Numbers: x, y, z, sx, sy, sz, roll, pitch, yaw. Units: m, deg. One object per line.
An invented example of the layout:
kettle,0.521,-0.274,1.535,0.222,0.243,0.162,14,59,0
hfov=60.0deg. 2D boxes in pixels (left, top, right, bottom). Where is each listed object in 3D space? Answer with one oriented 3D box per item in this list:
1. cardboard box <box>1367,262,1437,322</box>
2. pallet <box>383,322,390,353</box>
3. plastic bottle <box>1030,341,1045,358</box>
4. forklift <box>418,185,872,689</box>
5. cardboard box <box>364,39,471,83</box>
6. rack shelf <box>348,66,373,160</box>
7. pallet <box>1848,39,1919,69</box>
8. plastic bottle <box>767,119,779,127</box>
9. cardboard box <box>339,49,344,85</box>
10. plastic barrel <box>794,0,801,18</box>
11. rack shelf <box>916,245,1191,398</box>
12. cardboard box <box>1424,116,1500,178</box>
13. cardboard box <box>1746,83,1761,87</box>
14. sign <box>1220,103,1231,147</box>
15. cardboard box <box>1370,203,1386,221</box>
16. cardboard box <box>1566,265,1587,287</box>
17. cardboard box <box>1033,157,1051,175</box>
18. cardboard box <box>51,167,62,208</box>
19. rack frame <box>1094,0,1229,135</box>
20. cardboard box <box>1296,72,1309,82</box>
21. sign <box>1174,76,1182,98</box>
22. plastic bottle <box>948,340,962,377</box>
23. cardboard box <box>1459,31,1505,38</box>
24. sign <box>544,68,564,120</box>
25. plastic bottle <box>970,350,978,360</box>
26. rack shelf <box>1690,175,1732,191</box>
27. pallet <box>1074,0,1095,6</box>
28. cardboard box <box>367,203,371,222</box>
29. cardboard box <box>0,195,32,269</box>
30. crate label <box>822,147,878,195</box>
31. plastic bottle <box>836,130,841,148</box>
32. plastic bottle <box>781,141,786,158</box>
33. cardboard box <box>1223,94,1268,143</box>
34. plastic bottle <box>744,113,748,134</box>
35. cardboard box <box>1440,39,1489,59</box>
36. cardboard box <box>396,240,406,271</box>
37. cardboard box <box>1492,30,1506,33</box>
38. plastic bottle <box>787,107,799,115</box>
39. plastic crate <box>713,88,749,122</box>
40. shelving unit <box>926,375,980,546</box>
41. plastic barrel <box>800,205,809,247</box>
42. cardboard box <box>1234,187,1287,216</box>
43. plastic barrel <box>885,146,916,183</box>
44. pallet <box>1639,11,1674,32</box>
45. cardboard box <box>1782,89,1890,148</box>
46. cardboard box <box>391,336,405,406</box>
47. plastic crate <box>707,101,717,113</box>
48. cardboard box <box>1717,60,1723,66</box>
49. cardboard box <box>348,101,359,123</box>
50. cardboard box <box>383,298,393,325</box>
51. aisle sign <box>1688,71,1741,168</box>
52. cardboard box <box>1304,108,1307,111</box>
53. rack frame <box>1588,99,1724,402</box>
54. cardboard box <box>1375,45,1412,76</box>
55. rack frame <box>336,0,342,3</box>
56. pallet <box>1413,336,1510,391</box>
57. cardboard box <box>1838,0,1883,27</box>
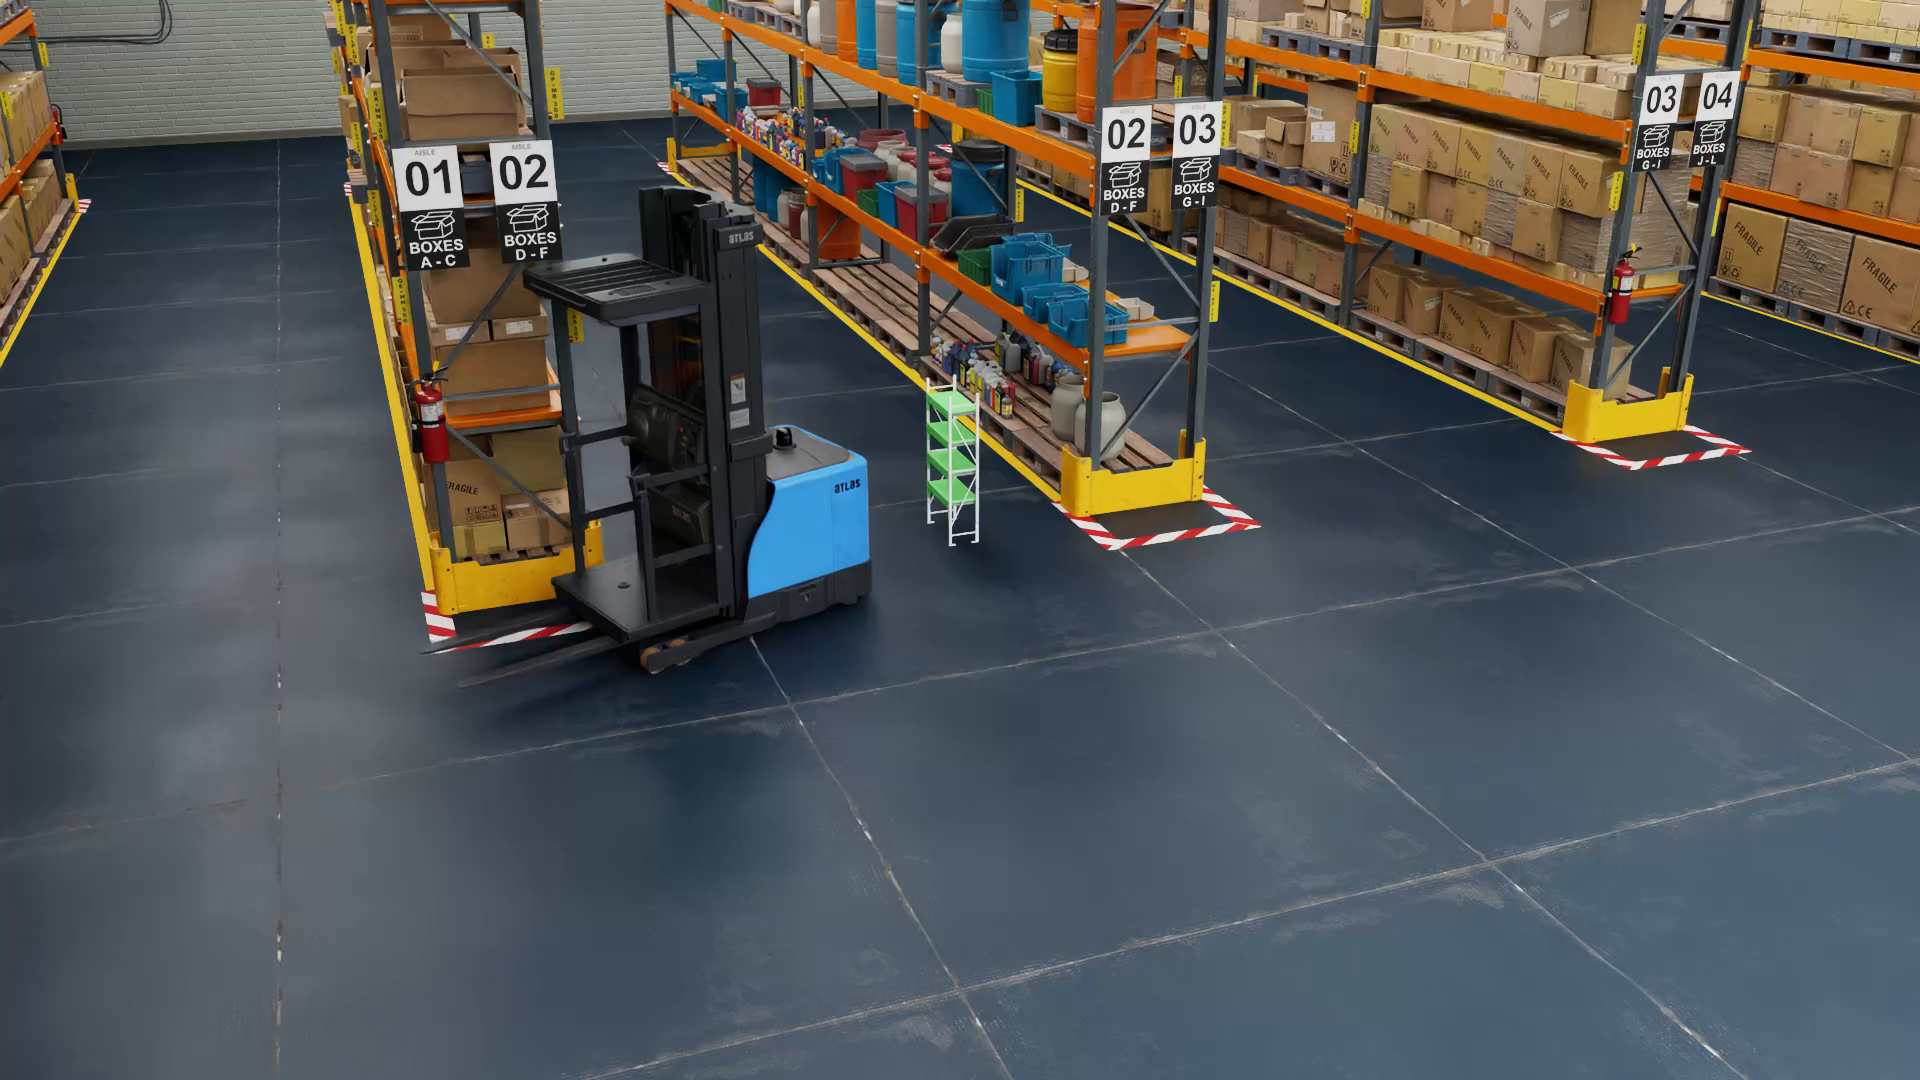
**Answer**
cardboard box,4.804,-2.703,18.102,0.500,0.500,0.500,-9,25,-21
pallet,-5.728,-2.318,18.102,1.003,0.211,1.213,-8,24,-19
plastic bottle,0.745,-1.733,15.967,0.144,0.351,0.185,-8,24,-19
forklift,-2.087,-0.713,10.791,3.031,2.935,1.130,-18,29,-36
cardboard box,-4.105,-3.526,12.662,0.797,0.503,0.637,-6,24,-13
rack shelf,-5.276,-4.232,16.116,1.077,0.370,4.000,-8,24,-19
pallet,10.082,-5.056,17.259,1.003,0.211,1.213,-8,24,-19
plastic bottle,-2.484,-5.446,22.093,0.152,0.276,0.135,-8,24,-19
cardboard box,-8.354,-6.568,23.179,0.500,0.500,0.500,-9,24,-19
plastic barrel,-1.863,-6.467,20.131,0.301,0.262,0.301,0,23,0
rack shelf,0.773,-2.074,14.859,1.077,0.370,4.000,-8,24,-19
cardboard box,4.975,-3.894,16.452,0.500,0.500,0.500,-8,24,-19
cardboard box,9.195,-5.142,19.796,0.700,0.500,0.500,-9,24,-20
sign,1.995,-3.139,12.586,0.100,0.325,0.005,-8,24,-19
cardboard box,4.570,-3.484,17.602,0.380,0.149,0.250,-8,24,-19
cardboard box,5.731,-2.409,15.051,0.380,0.149,0.250,-8,24,-19
cardboard box,1.715,-6.184,25.879,0.875,0.875,0.875,-8,24,-19
cardboard box,-13.101,-4.934,23.396,0.700,0.500,0.500,-8,24,-19
rack frame,1.479,-4.444,11.830,1.000,3.000,0.127,-8,24,-19
cardboard box,5.806,-7.694,27.590,0.380,0.149,0.250,-9,25,-21
sign,2.769,-5.722,21.096,0.100,0.325,0.005,-8,24,-19
plastic bottle,-0.037,-1.764,16.042,0.144,0.351,0.185,-8,24,-18
cardboard box,5.263,-5.042,16.791,0.380,0.149,0.250,-10,25,-22
sign,-2.635,-2.896,10.794,0.100,0.325,0.005,-8,24,-19
plastic bottle,0.127,-1.692,15.971,0.097,0.271,0.097,0,23,0
rack shelf,8.669,-4.851,21.447,1.077,0.370,4.000,-8,24,-19
pallet,2.244,-7.687,23.633,0.805,0.209,1.217,-9,25,-21
cardboard box,-6.921,-4.003,20.195,0.500,0.250,0.500,-9,24,-20
cardboard box,-11.677,-3.665,19.933,0.750,0.750,0.750,-8,24,-18
crate label,-1.249,-4.204,18.940,0.502,0.435,0.616,-8,24,-19
plastic bottle,-1.539,-5.110,21.301,0.097,0.271,0.097,0,23,0
plastic bottle,-2.201,-4.923,20.948,0.097,0.201,0.097,0,23,0
cardboard box,3.515,-5.314,20.951,0.500,0.500,0.500,-12,25,-25
plastic bottle,-2.890,-5.665,22.618,0.097,0.271,0.097,0,23,0
cardboard box,4.899,-4.768,16.141,0.380,0.149,0.250,-9,24,-20
cardboard box,-5.052,-2.687,15.559,0.396,0.266,0.258,-9,24,-20
cardboard box,10.000,-8.997,30.229,0.500,0.500,0.500,-8,24,-19
plastic bottle,-2.318,-5.883,23.130,0.152,0.276,0.135,-8,24,-19
plastic crate,-3.244,-6.182,23.623,0.392,0.384,0.575,-8,24,-19
shelving unit,-0.058,-0.613,12.783,0.258,1.200,0.503,-8,24,-19
plastic barrel,-1.819,-4.001,21.167,0.421,0.512,0.421,0,23,0
cardboard box,3.748,-4.231,20.737,0.500,0.250,0.500,-6,23,-13
plastic barrel,-0.635,-4.140,18.690,0.421,0.512,0.421,0,23,0
pallet,8.637,-6.572,20.985,1.003,0.211,1.213,-7,24,-17
cardboard box,9.777,-4.700,18.579,0.875,0.550,0.550,-8,24,-19
cardboard box,-4.698,-1.515,14.639,0.500,0.500,0.500,-8,24,-19
plastic crate,-3.407,-6.310,24.259,0.437,0.125,0.590,-8,24,-19
cardboard box,11.941,-7.469,25.317,0.500,0.500,0.500,-8,24,-18
cardboard box,-7.135,-5.157,20.577,0.700,0.500,0.500,-5,23,-11
cardboard box,-5.518,-2.300,16.746,0.500,0.311,0.500,-9,24,-20
aisle sign,6.415,-3.575,14.147,0.394,0.787,0.004,-8,24,-19
cardboard box,5.985,-7.444,29.037,0.380,0.149,0.250,-7,24,-17
rack frame,6.113,-2.359,14.608,1.000,3.000,0.127,-8,24,-19
cardboard box,4.619,-4.927,17.031,0.500,0.250,0.500,-9,25,-21
rack frame,-7.395,-8.125,20.566,1.000,3.000,0.127,-8,24,-19
pallet,5.405,-1.844,16.977,1.003,0.211,1.213,-8,24,-19
cardboard box,9.645,-5.563,17.489,0.500,0.250,0.500,-9,24,-20
